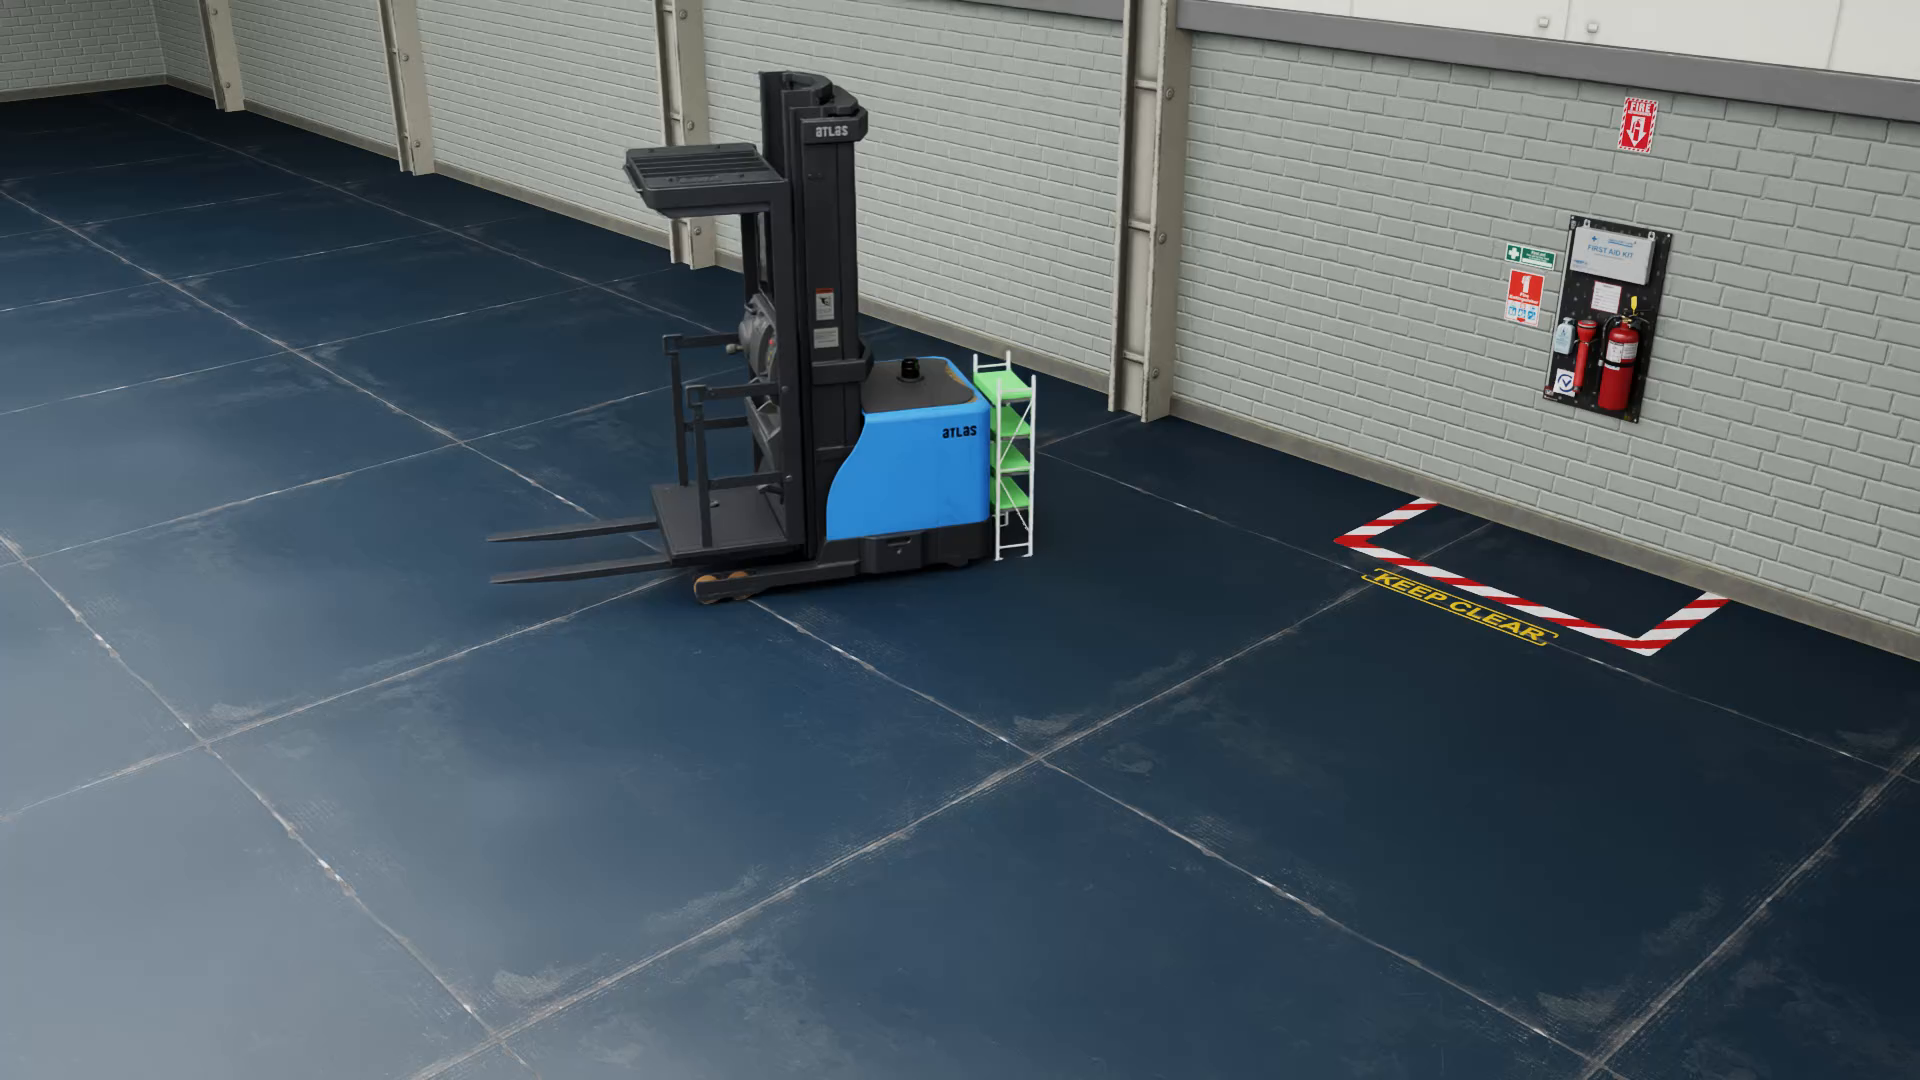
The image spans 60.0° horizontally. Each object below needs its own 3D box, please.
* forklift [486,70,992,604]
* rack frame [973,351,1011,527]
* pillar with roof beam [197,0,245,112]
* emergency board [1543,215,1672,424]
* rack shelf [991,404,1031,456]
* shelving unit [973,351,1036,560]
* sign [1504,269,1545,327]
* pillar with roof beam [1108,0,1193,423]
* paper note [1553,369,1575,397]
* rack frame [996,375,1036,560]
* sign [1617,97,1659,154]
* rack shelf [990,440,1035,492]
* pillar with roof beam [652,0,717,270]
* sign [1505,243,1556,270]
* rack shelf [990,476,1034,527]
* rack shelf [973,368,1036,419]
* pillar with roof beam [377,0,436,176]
[{"bbox_3d":[-1.376,-1.197,9.843,3.031,2.935,1.130,-7,25,-15],"label":"forklift"},{"bbox_3d":[0.202,-0.629,10.683,0.240,1.200,0.015,-7,25,-15],"label":"rack frame"},{"bbox_3d":[-14.047,-9.326,20.350,9.100,9.000,0.400,-21,32,-38],"label":"pillar with roof beam"},{"bbox_3d":[3.838,-1.306,9.998,0.194,1.169,0.643,-21,32,-38],"label":"emergency board"},{"bbox_3d":[0.271,-0.692,10.397,0.258,0.148,0.480,-7,25,-15],"label":"rack shelf"},{"bbox_3d":[0.271,-0.532,10.470,0.258,1.200,0.503,-7,25,-15],"label":"shelving unit"},{"bbox_3d":[3.536,-1.519,10.422,0.001,0.329,0.234,-21,32,-38],"label":"sign"},{"bbox_3d":[-1.744,-3.872,8.396,9.100,9.000,0.400,-21,32,-38],"label":"pillar with roof beam"},{"bbox_3d":[3.768,-0.978,10.341,0.016,0.148,0.142,-21,32,-38],"label":"paper note"},{"bbox_3d":[0.341,-0.435,10.257,0.240,1.200,0.015,-7,25,-15],"label":"rack frame"},{"bbox_3d":[3.905,-2.391,9.584,0.001,0.298,0.199,-21,32,-38],"label":"sign"},{"bbox_3d":[0.271,-0.474,10.496,0.258,0.148,0.480,-7,25,-15],"label":"rack shelf"},{"bbox_3d":[-5.845,-5.690,12.380,9.100,9.000,0.400,-21,32,-38],"label":"pillar with roof beam"},{"bbox_3d":[3.532,-1.756,10.303,0.001,0.109,0.331,-21,32,-38],"label":"sign"},{"bbox_3d":[0.271,-0.255,10.596,0.258,0.148,0.480,-7,25,-15],"label":"rack shelf"},{"bbox_3d":[0.271,-0.910,10.297,0.258,0.148,0.480,-7,25,-15],"label":"rack shelf"},{"bbox_3d":[-9.946,-7.508,16.365,9.100,9.000,0.400,-21,32,-38],"label":"pillar with roof beam"}]
